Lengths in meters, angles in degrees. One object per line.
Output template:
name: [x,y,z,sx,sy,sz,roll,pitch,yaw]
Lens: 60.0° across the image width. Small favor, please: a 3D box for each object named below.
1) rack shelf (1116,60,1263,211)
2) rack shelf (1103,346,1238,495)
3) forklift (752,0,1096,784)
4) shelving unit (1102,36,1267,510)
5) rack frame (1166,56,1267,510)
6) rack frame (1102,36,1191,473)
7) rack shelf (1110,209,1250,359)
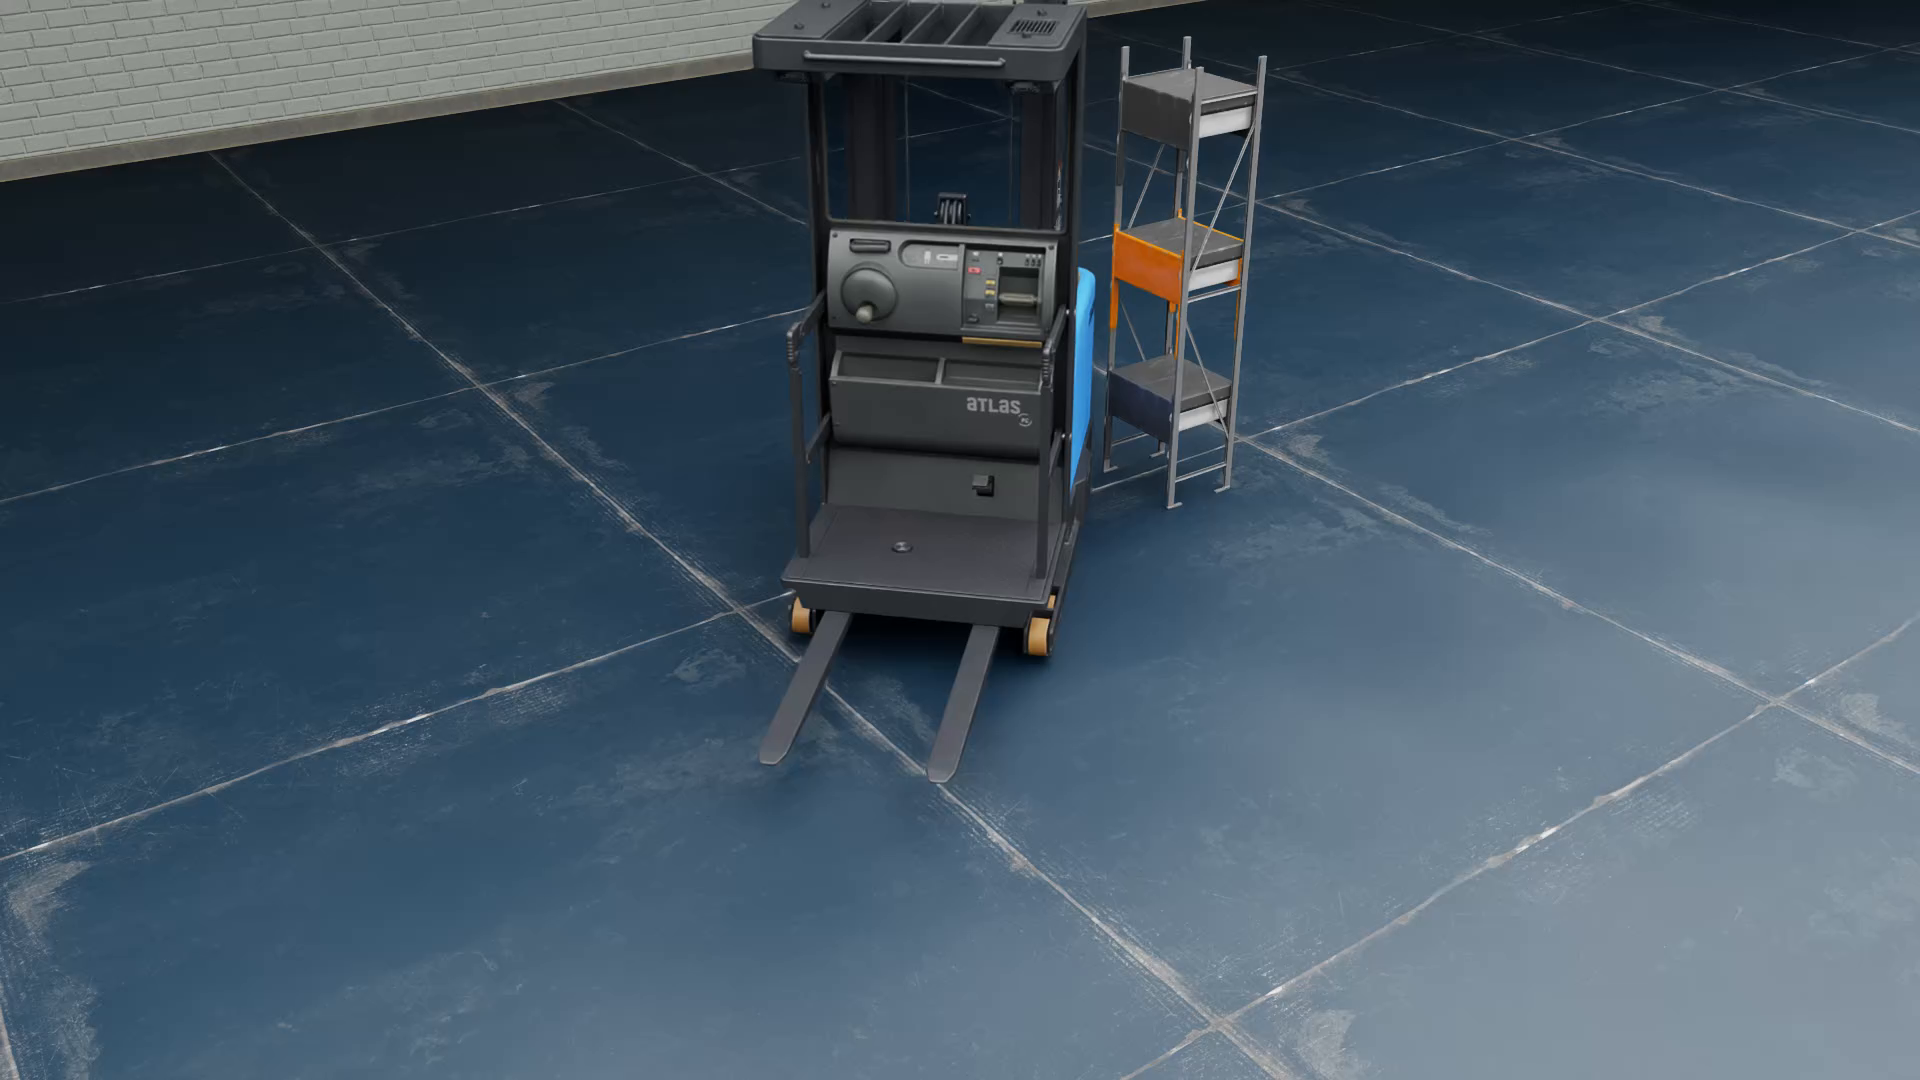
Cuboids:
rack shelf: [1.024,-1.823,7.469,0.431,0.518,0.480,-18,33,-30]
rack shelf: [1.024,-0.593,8.137,0.431,0.518,0.480,-18,33,-30]
forklift: [-0.111,-0.993,6.506,1.130,2.935,3.031,5,29,9]
shelving unit: [1.024,-1.220,7.796,0.431,2.100,0.503,-18,33,-30]
rack frame: [1.163,-1.124,7.620,0.400,2.100,0.015,-18,33,-30]
rack frame: [0.884,-1.316,7.972,0.400,2.100,0.015,-18,33,-30]
rack shelf: [1.024,-1.208,7.803,0.431,0.518,0.480,-18,33,-30]
